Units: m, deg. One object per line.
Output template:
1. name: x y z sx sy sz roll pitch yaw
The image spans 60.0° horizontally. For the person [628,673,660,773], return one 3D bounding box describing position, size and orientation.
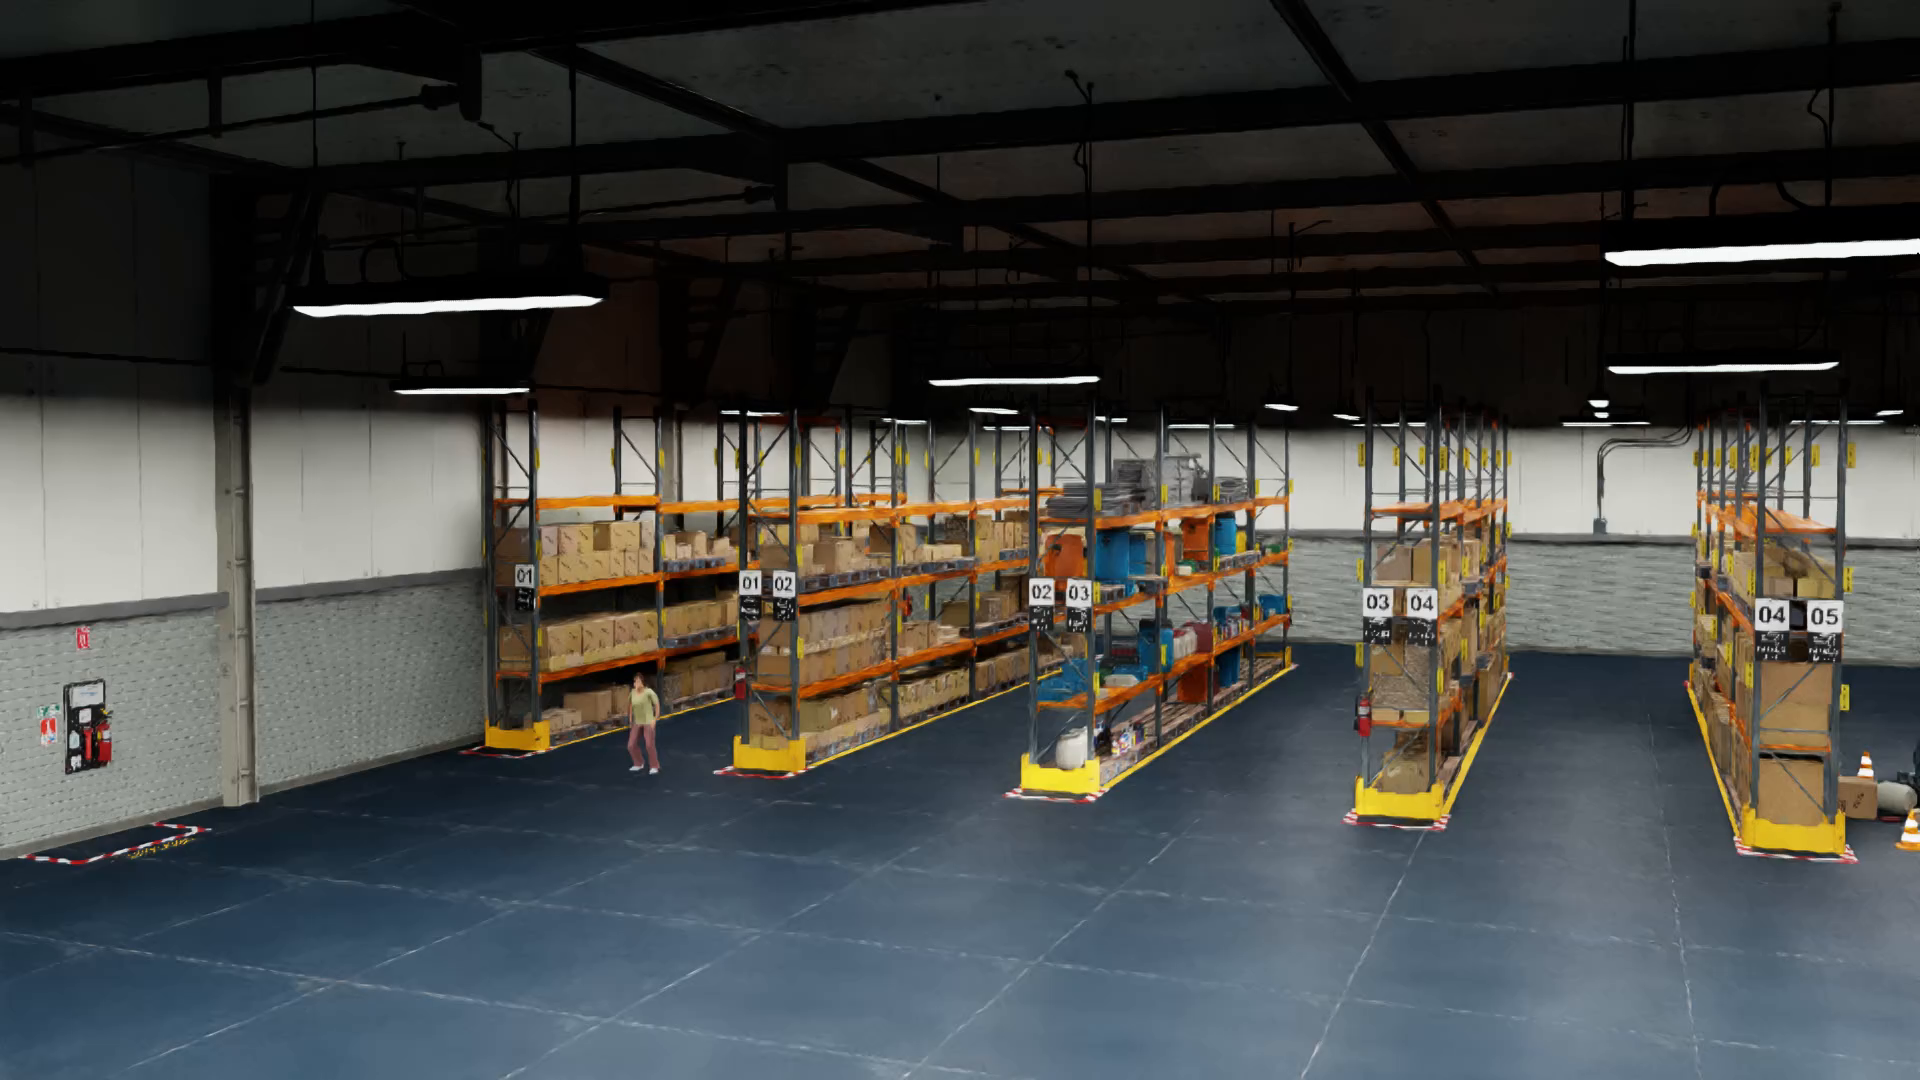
1. person: -5.015 2.898 26.374 0.598 1.617 0.503 1 3 20
